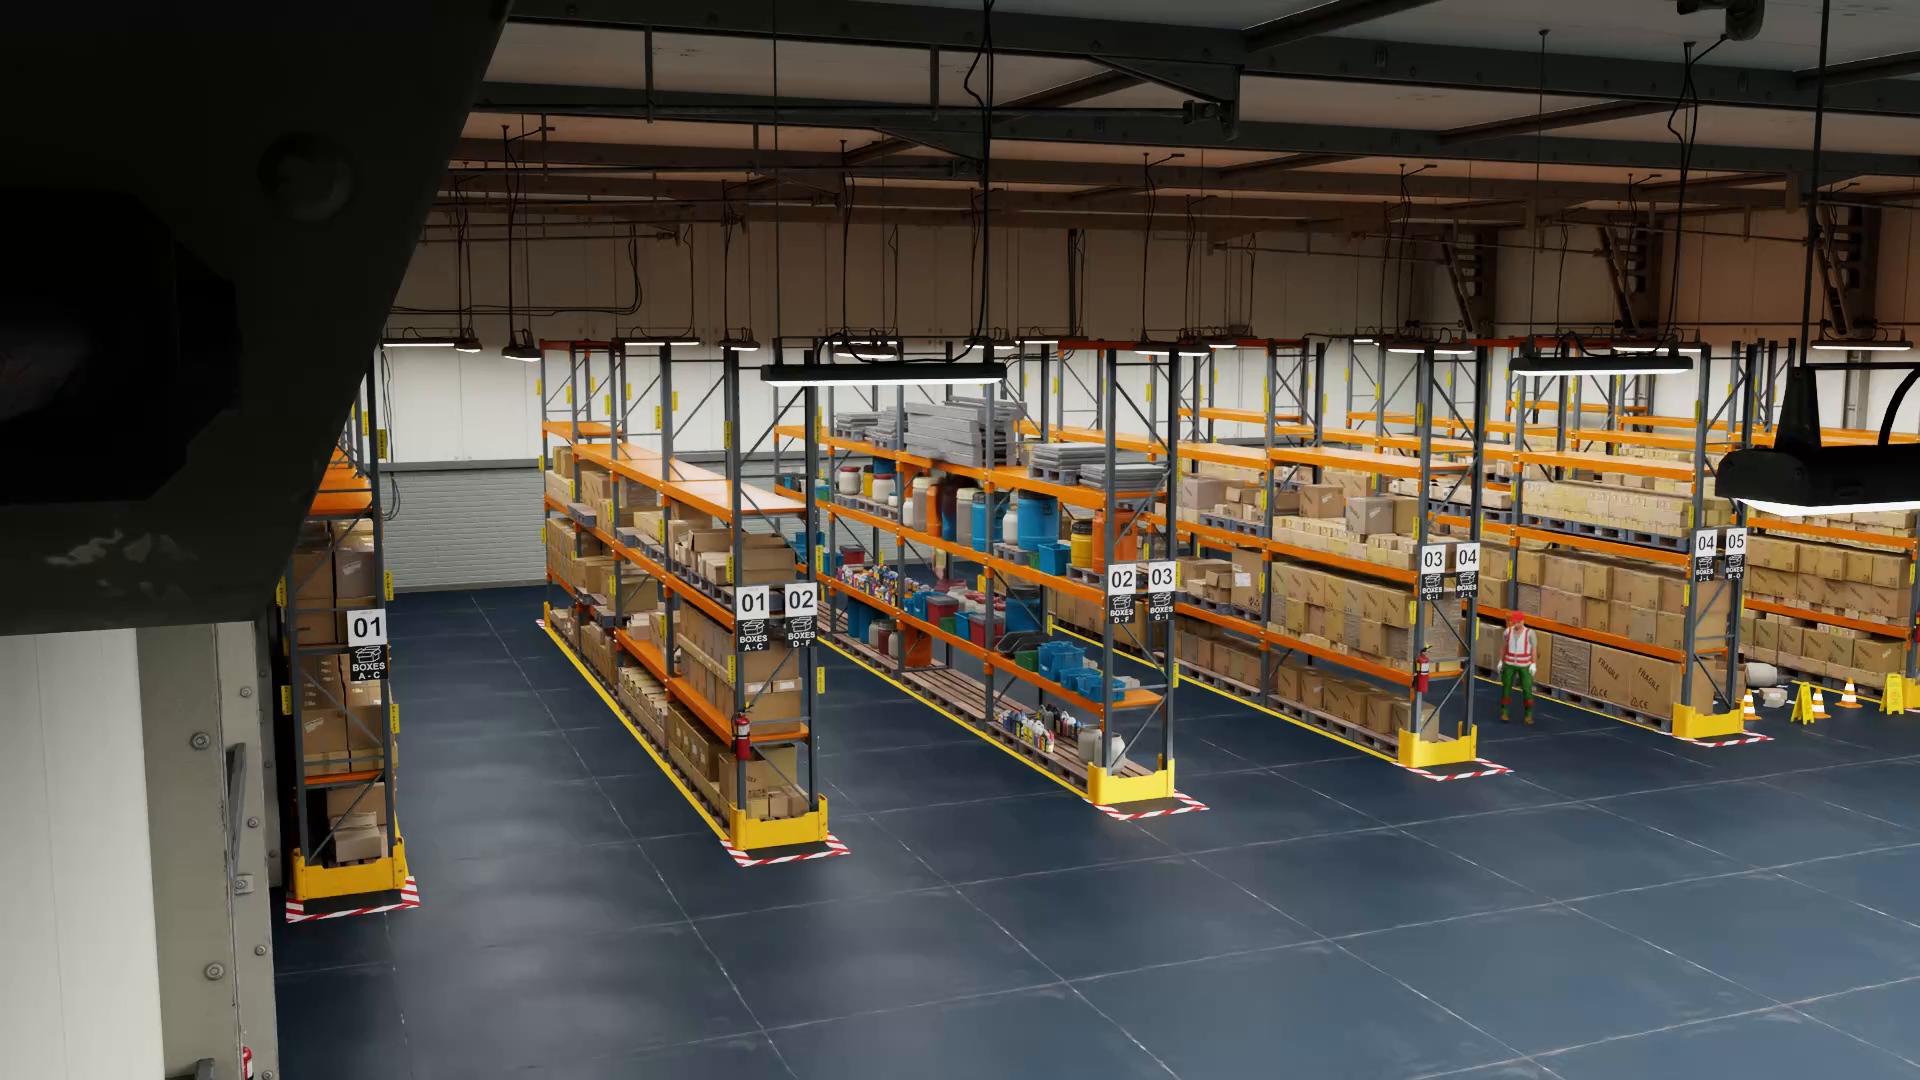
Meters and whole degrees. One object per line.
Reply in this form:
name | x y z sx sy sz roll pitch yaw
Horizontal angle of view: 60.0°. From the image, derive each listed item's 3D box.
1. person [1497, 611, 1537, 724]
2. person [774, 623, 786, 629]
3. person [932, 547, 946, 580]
person | 8.863 2.005 26.473 0.621 1.786 0.391 4 9 30
person | -3.724 1.125 33.852 0.512 1.619 0.980 0 7 2
person | -0.393 0.628 37.710 0.474 1.625 1.006 -1 8 -8
